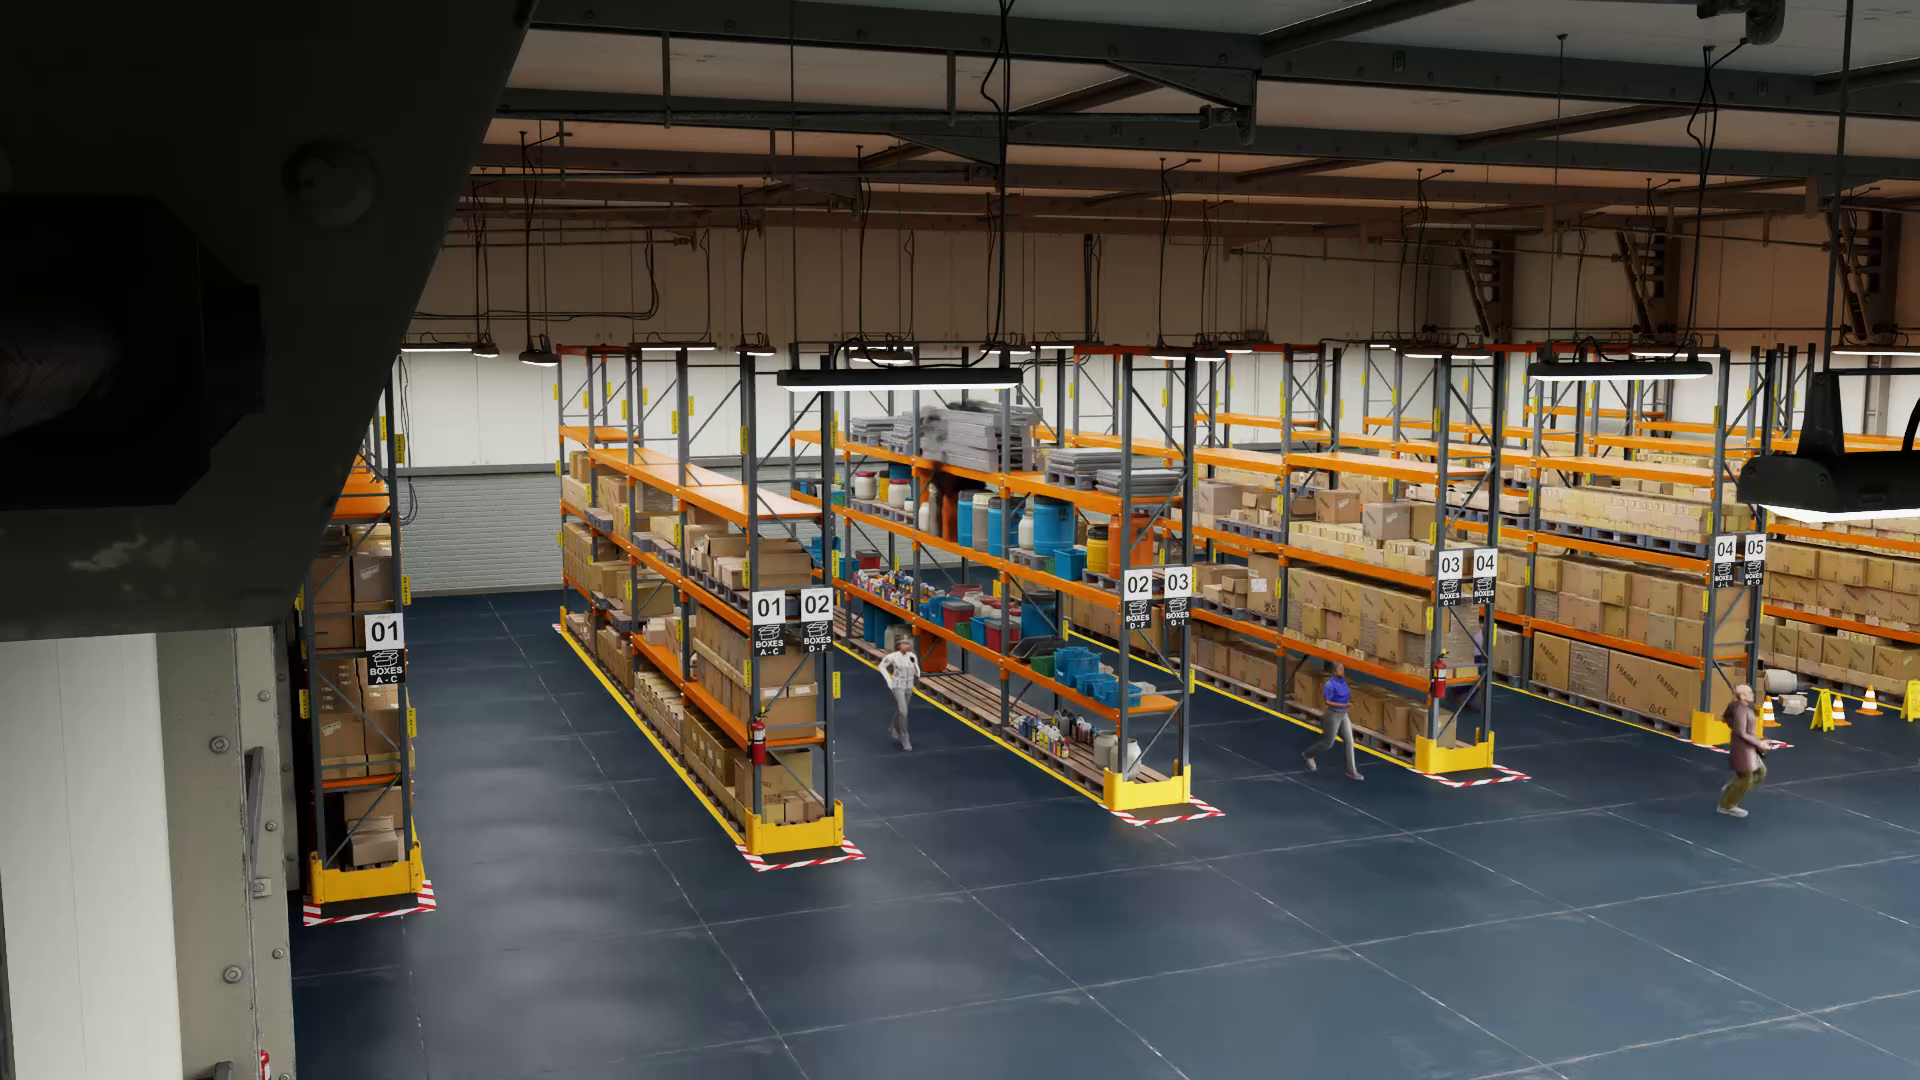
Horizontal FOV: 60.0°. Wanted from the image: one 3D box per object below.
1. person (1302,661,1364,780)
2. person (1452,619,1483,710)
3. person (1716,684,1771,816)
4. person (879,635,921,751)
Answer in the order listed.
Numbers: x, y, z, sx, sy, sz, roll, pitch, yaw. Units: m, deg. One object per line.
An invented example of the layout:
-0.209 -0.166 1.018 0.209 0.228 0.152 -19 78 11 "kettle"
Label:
5.310 2.517 23.483 0.589 1.634 0.945 -7 10 -42 "person"
8.531 2.028 27.697 0.585 1.600 0.541 -5 9 -34 "person"
10.213 2.731 21.634 0.593 1.737 0.705 3 8 22 "person"
-0.884 2.289 25.302 0.598 1.745 0.785 -5 9 -34 "person"
